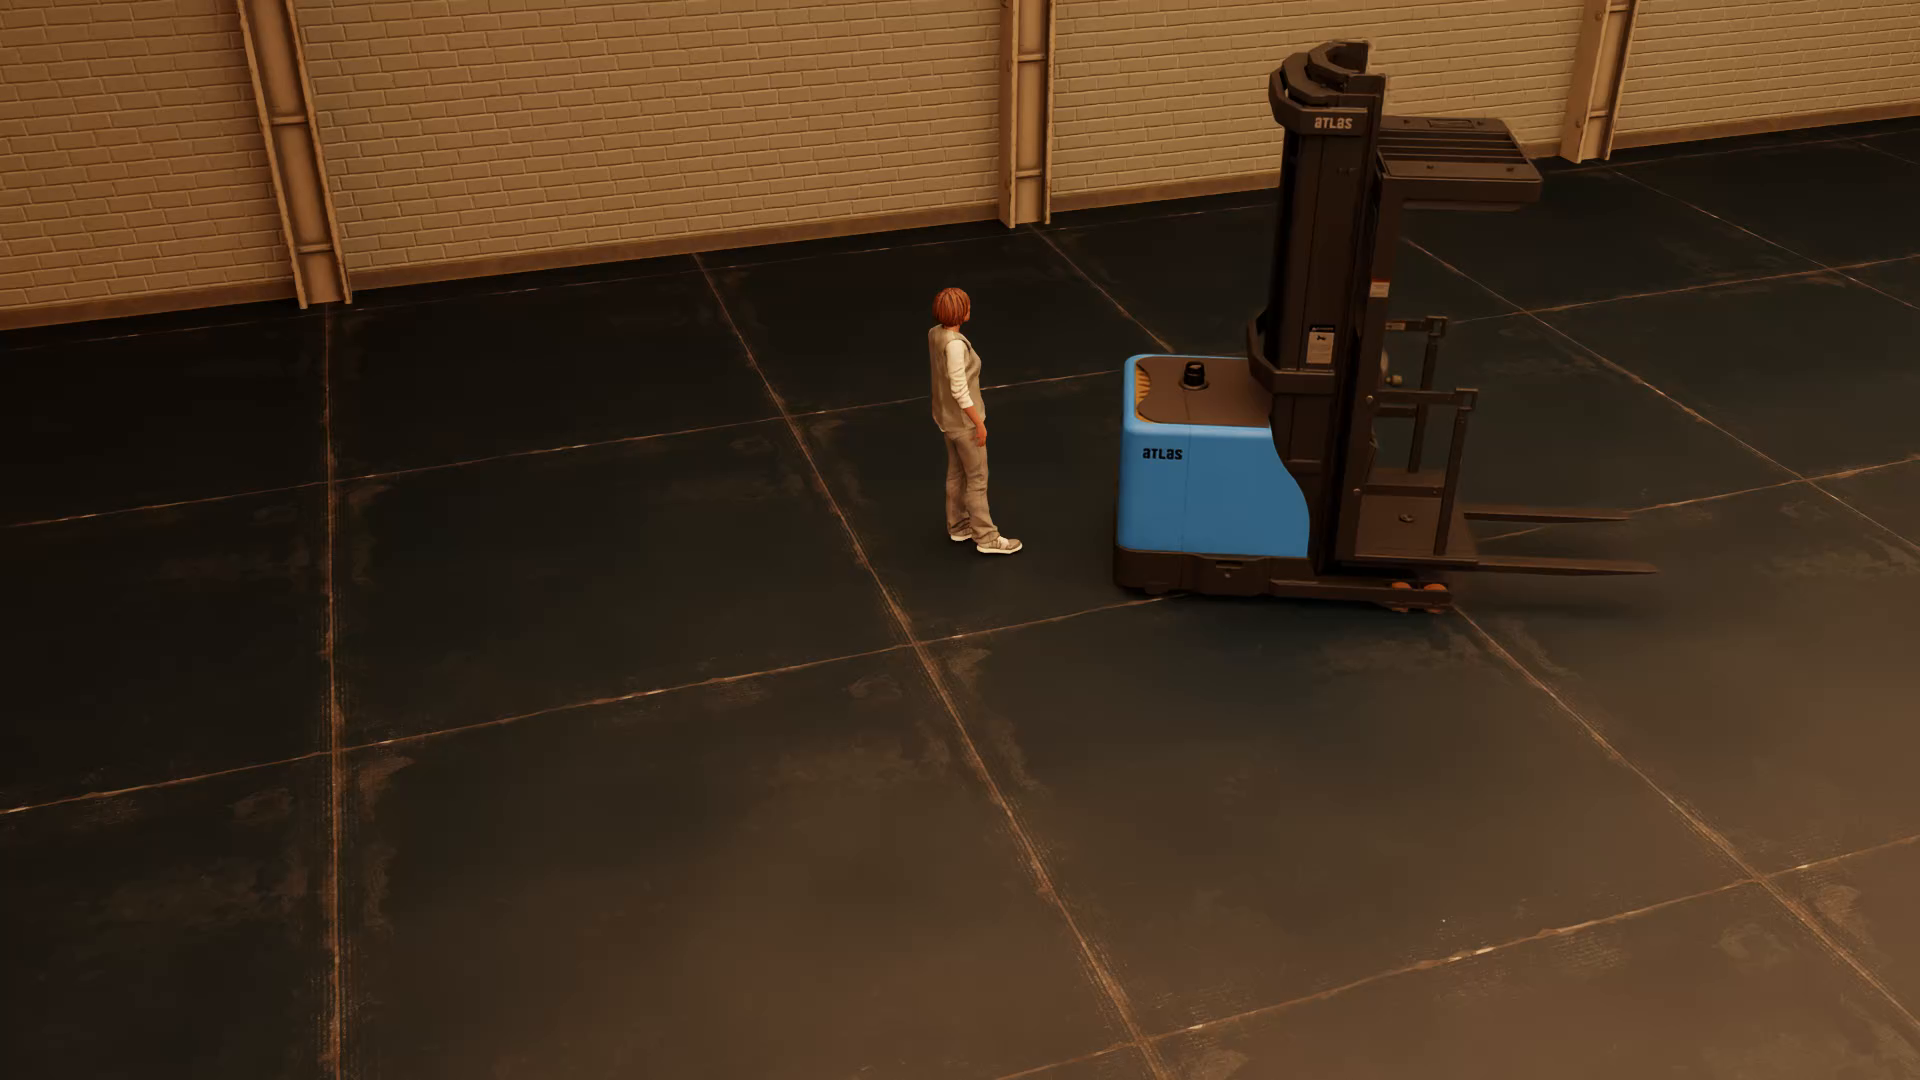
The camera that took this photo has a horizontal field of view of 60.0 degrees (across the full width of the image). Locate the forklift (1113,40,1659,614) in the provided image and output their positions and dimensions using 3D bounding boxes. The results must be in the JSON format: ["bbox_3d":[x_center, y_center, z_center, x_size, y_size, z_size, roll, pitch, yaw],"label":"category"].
[{"bbox_3d":[2.422,-1.136,9.062,3.031,2.935,1.130,3,30,4],"label":"forklift"}]

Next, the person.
[{"bbox_3d":[0.075,-0.704,9.633,0.473,1.599,0.520,-10,31,-16],"label":"person"}]
